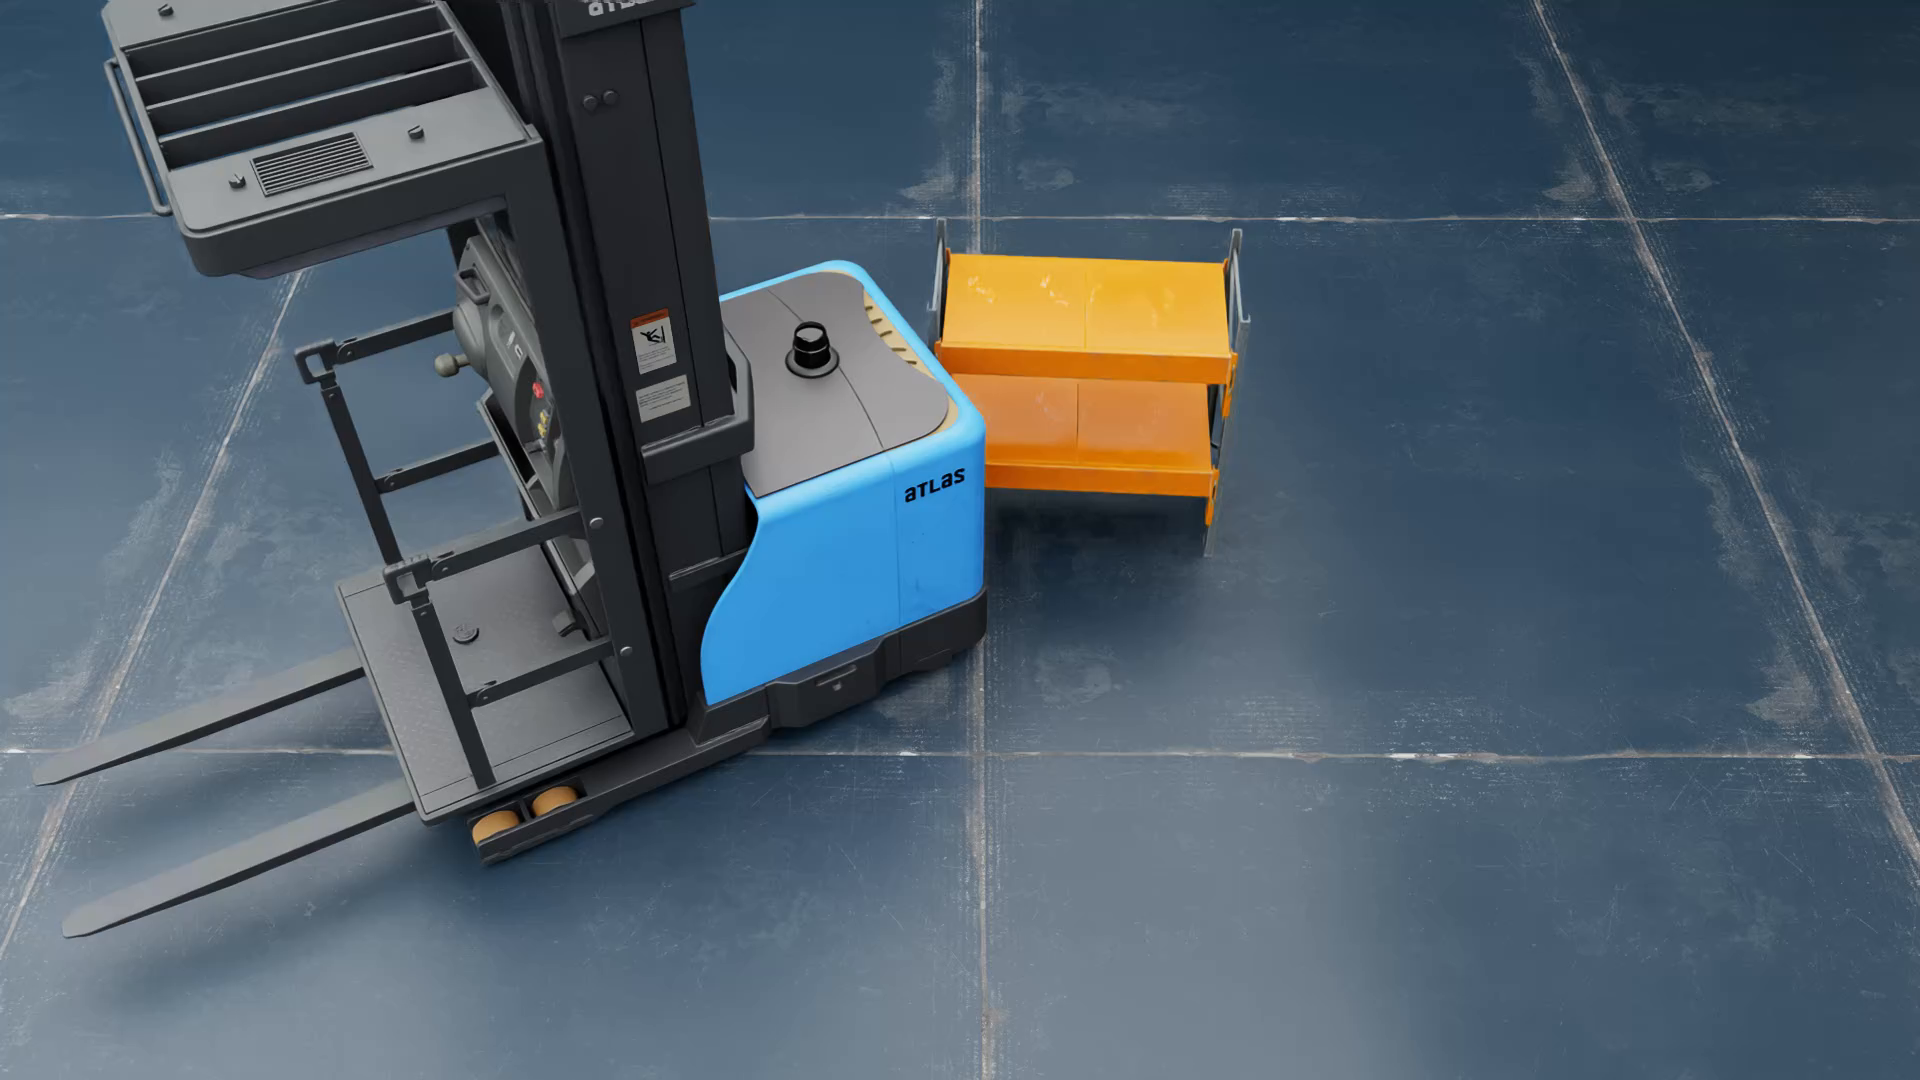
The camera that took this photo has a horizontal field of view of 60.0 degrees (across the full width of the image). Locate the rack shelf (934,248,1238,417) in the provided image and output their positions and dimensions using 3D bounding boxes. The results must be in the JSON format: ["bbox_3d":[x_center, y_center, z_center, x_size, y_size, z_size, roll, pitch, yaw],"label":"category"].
[{"bbox_3d":[0.430,-0.724,5.755,1.000,0.278,0.538,2,47,2],"label":"rack shelf"}]

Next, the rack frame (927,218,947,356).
[{"bbox_3d":[-0.078,-0.546,5.990,0.032,1.125,0.500,2,47,2],"label":"rack frame"}]

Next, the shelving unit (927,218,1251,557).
[{"bbox_3d":[0.430,-0.524,5.969,1.048,1.125,0.538,2,47,2],"label":"shelving unit"}]

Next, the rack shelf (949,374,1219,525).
[{"bbox_3d":[0.430,-0.358,6.148,1.000,0.278,0.538,2,47,2],"label":"rack shelf"}]

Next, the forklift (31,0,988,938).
[{"bbox_3d":[-1.449,-0.425,4.643,3.031,2.935,1.130,-22,51,-19],"label":"forklift"}]

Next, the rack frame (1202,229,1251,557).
[{"bbox_3d":[0.937,-0.502,5.949,0.032,1.125,0.500,2,47,2],"label":"rack frame"}]
